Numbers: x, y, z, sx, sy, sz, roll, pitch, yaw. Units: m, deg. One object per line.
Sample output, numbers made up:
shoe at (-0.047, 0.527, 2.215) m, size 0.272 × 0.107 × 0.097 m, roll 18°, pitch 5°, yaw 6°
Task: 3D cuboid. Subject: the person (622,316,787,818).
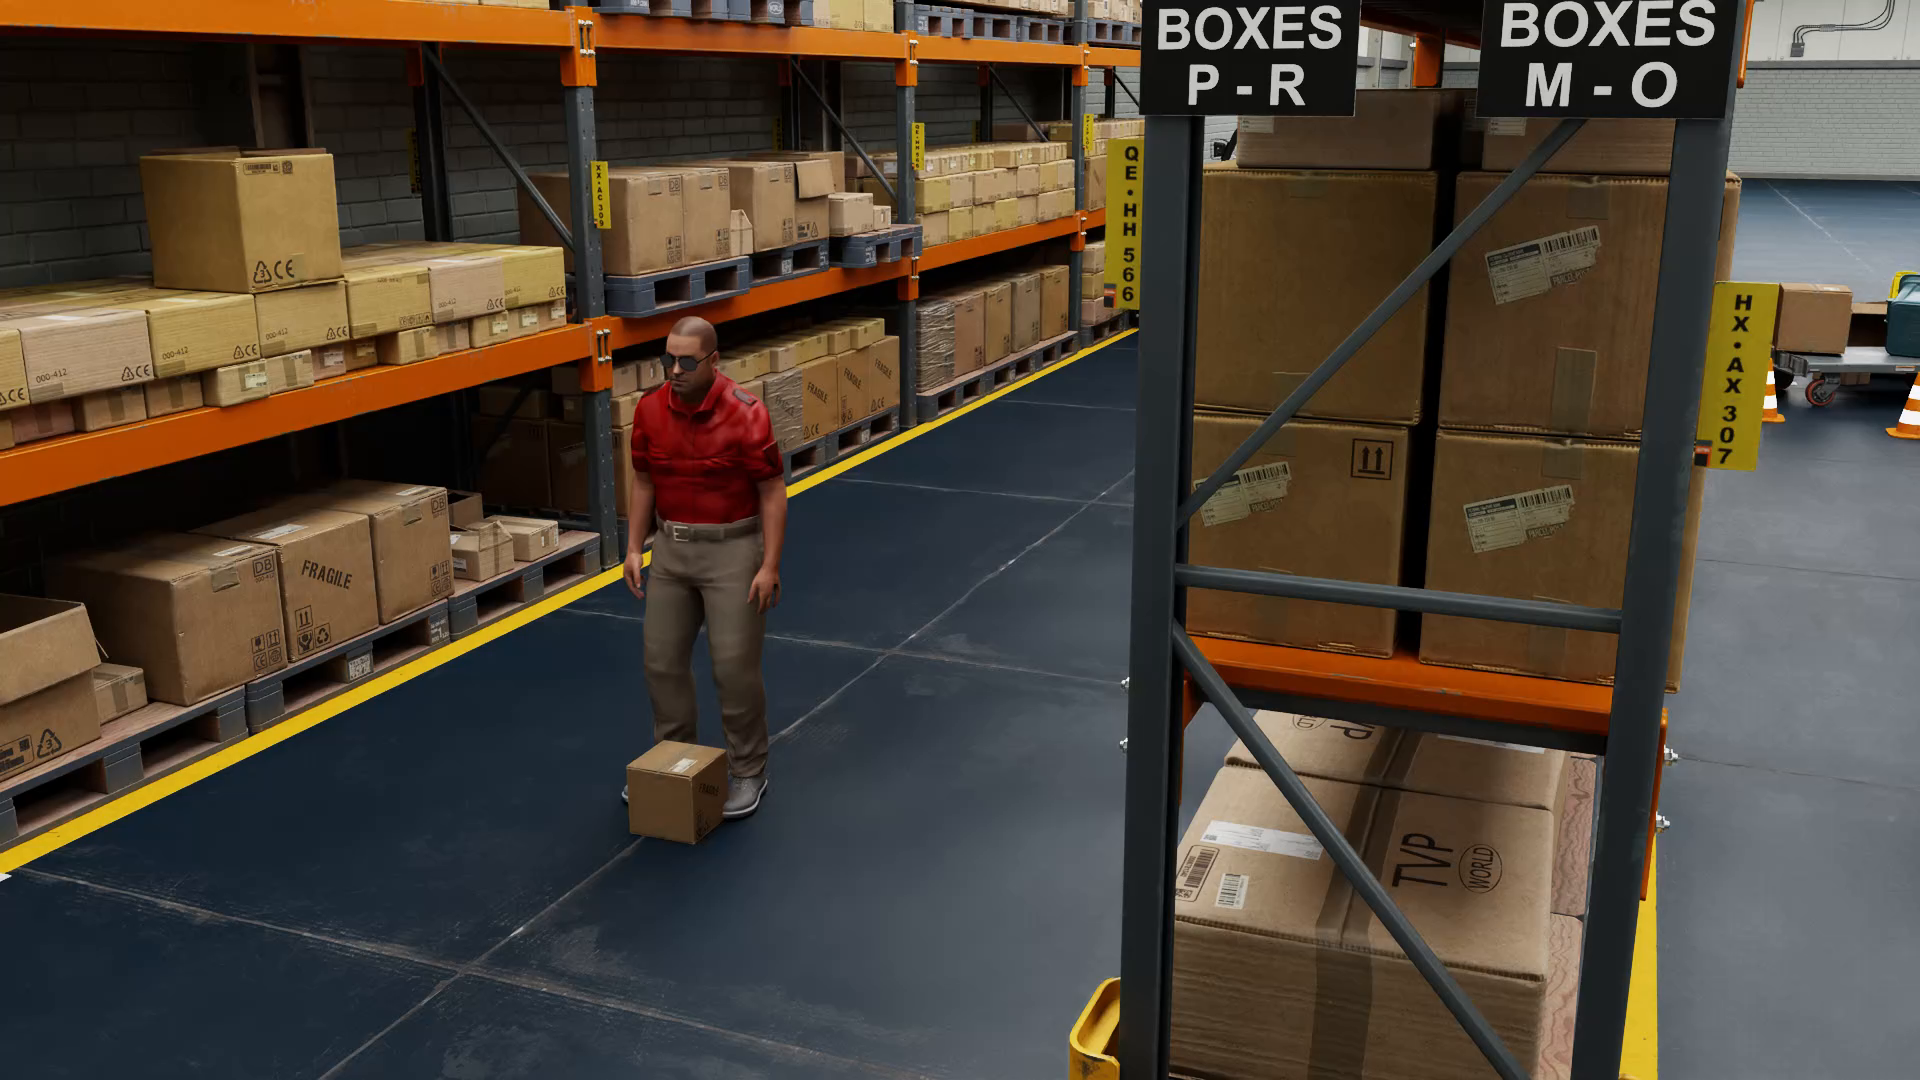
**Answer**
person at (-0.880, 0.084, 5.742) m, size 0.594 × 1.726 × 0.386 m, roll 6°, pitch 16°, yaw 20°
